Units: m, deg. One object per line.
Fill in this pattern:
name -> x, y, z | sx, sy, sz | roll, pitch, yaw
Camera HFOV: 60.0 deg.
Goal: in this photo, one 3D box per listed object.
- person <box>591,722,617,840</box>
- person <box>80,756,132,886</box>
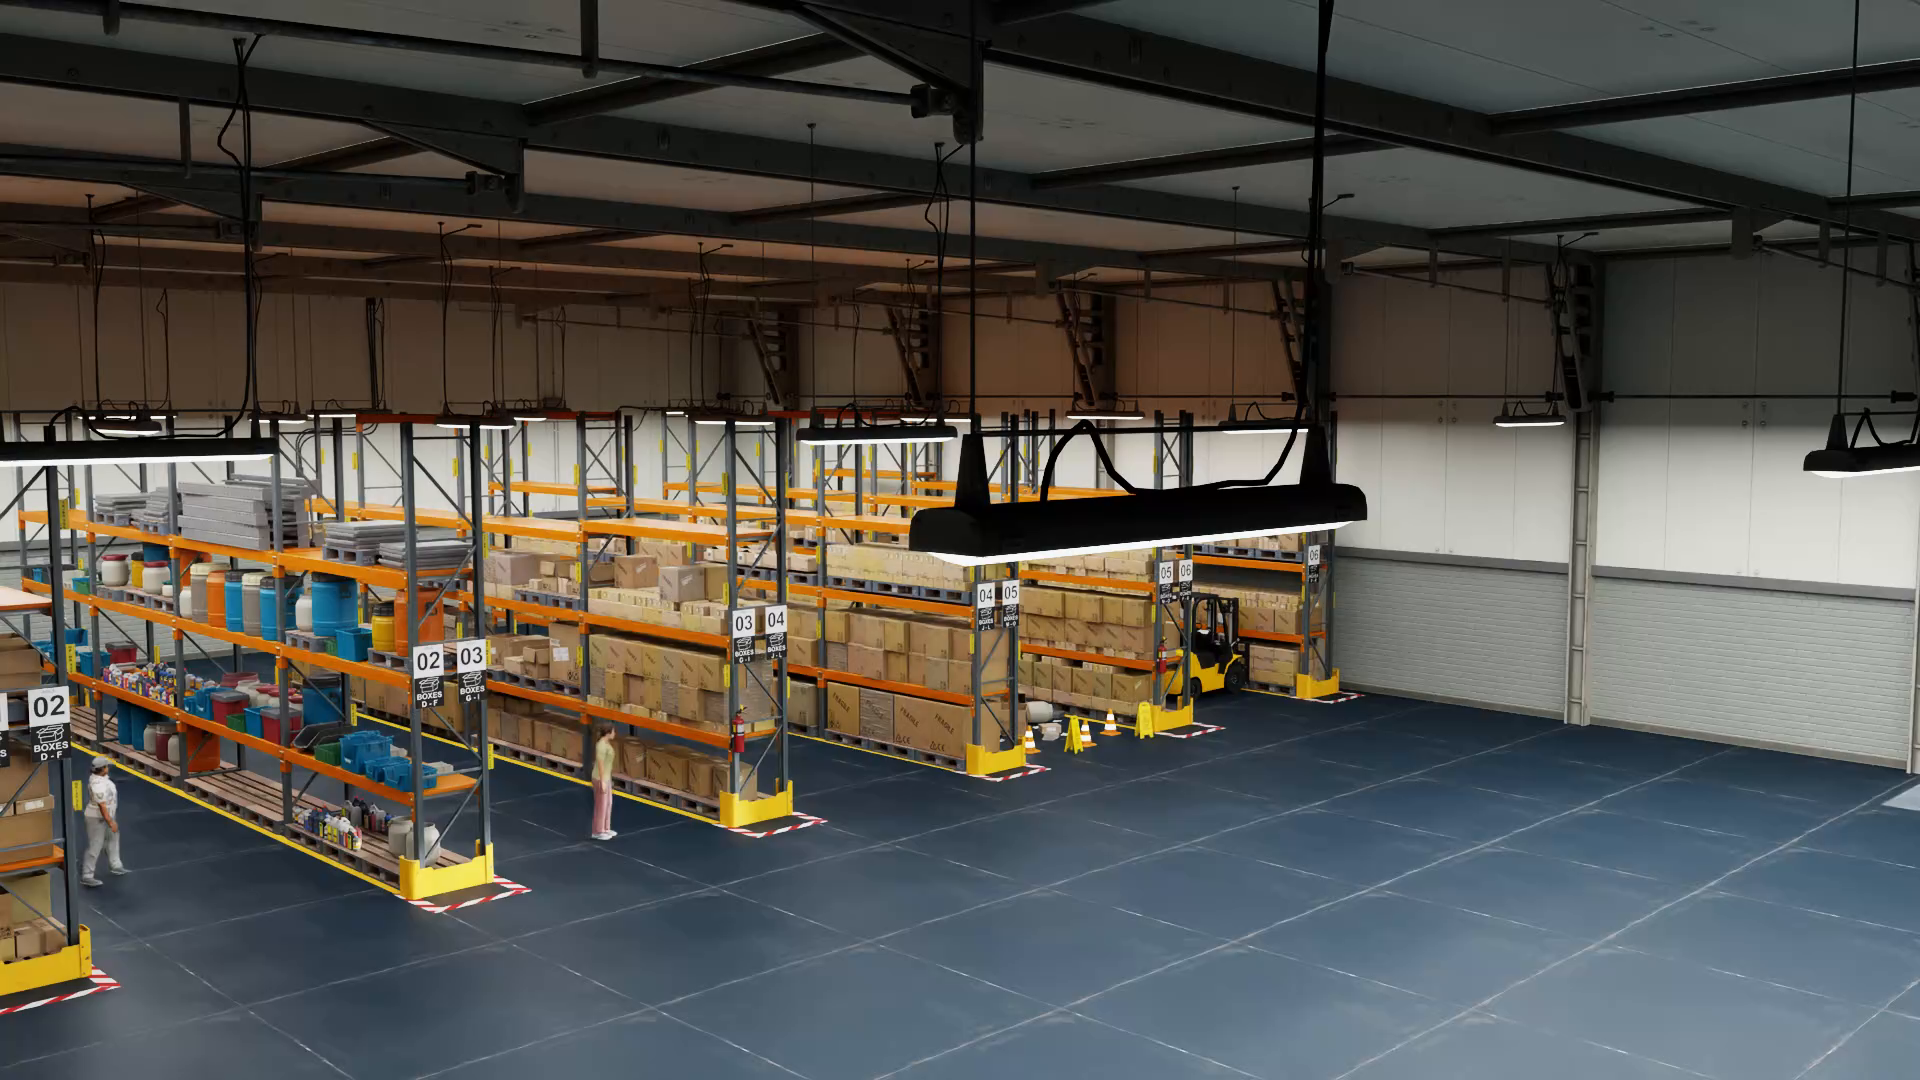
person -> -5.106, 3.436, 23.793 | 0.360, 1.683, 0.486 | 0, 5, -4
person -> -11.177, 3.637, 21.693 | 0.528, 1.687, 0.683 | -1, 5, -17
